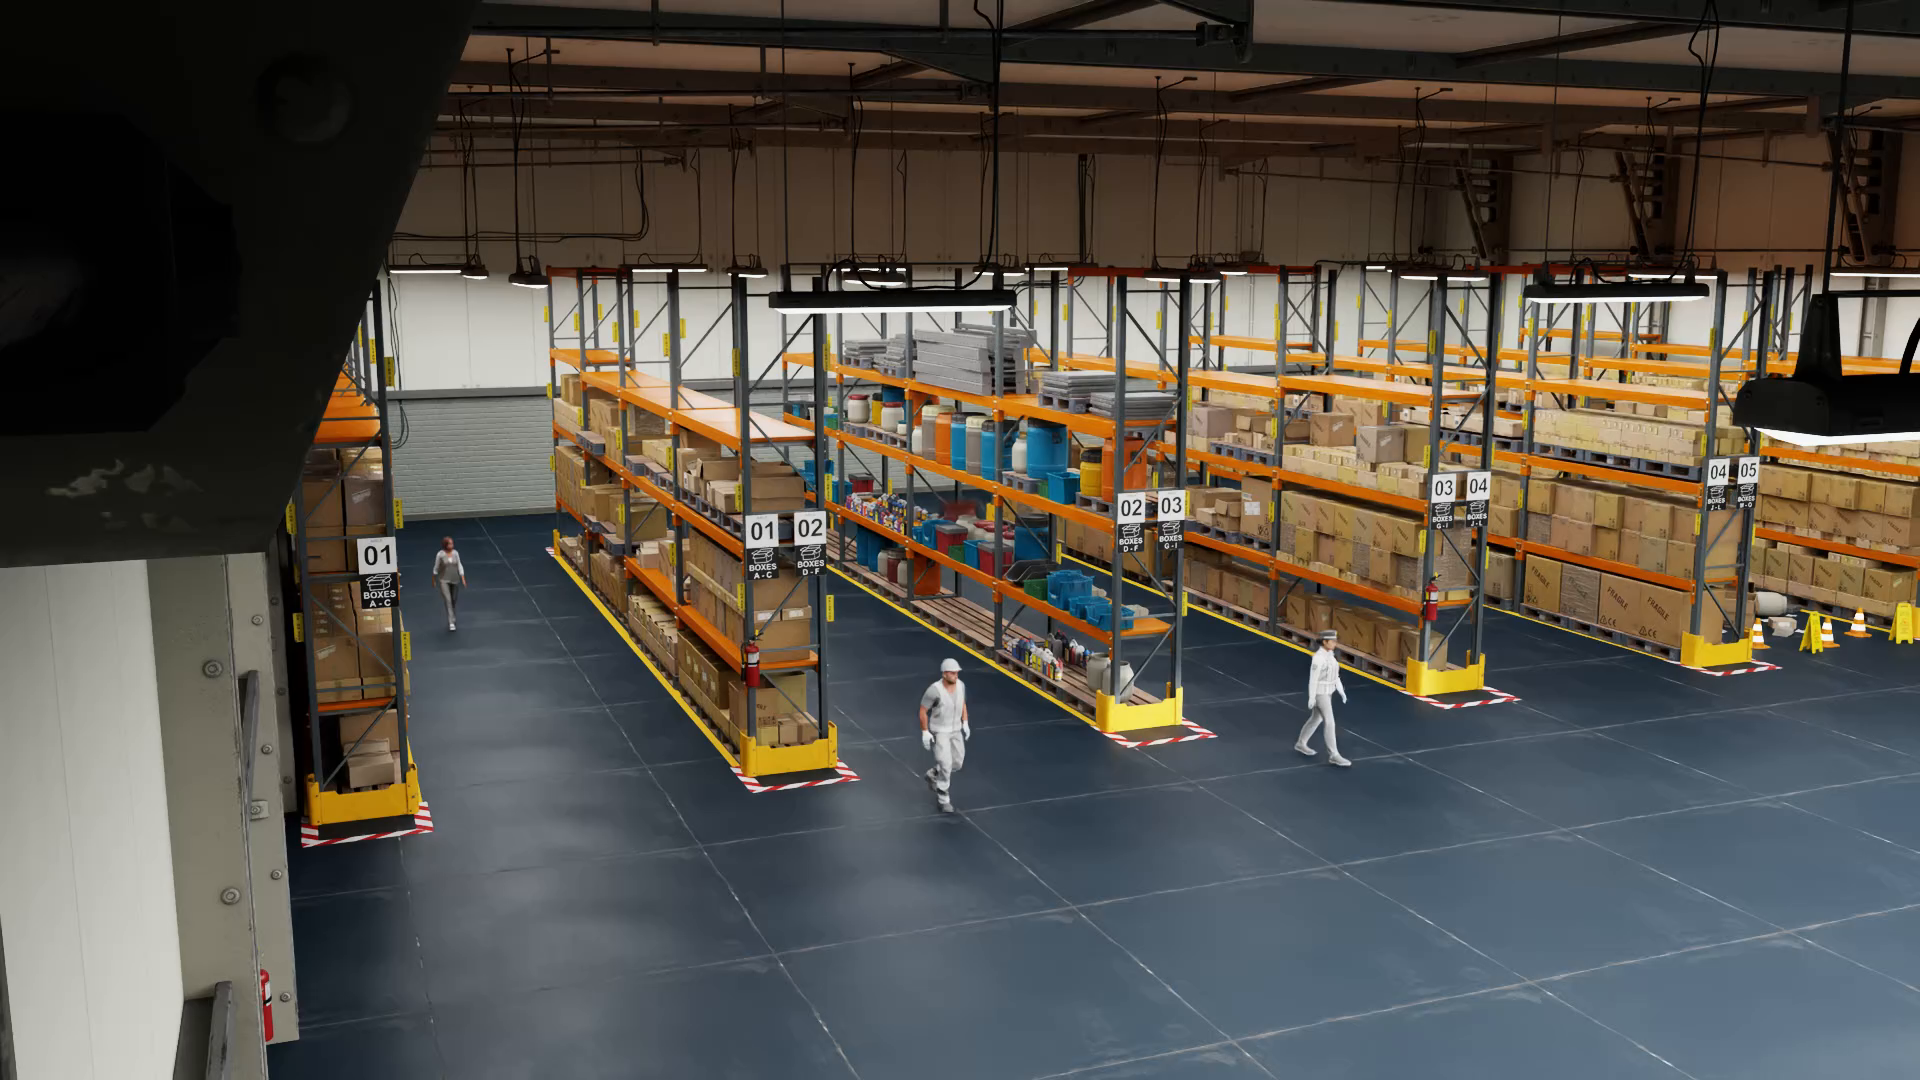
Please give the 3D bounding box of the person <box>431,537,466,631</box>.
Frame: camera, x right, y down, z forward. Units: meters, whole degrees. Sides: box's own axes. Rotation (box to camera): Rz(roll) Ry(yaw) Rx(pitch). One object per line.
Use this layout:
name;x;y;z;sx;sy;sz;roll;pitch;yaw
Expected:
person;-8.647;0.696;28.113;0.513;1.536;1.009;-5;11;-29

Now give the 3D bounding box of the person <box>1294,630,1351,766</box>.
person;4.583;1.929;20.786;0.817;1.636;0.534;6;12;31

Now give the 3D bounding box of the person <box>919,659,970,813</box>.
person;-0.225;2.189;19.059;0.628;1.766;0.687;-8;13;-40
